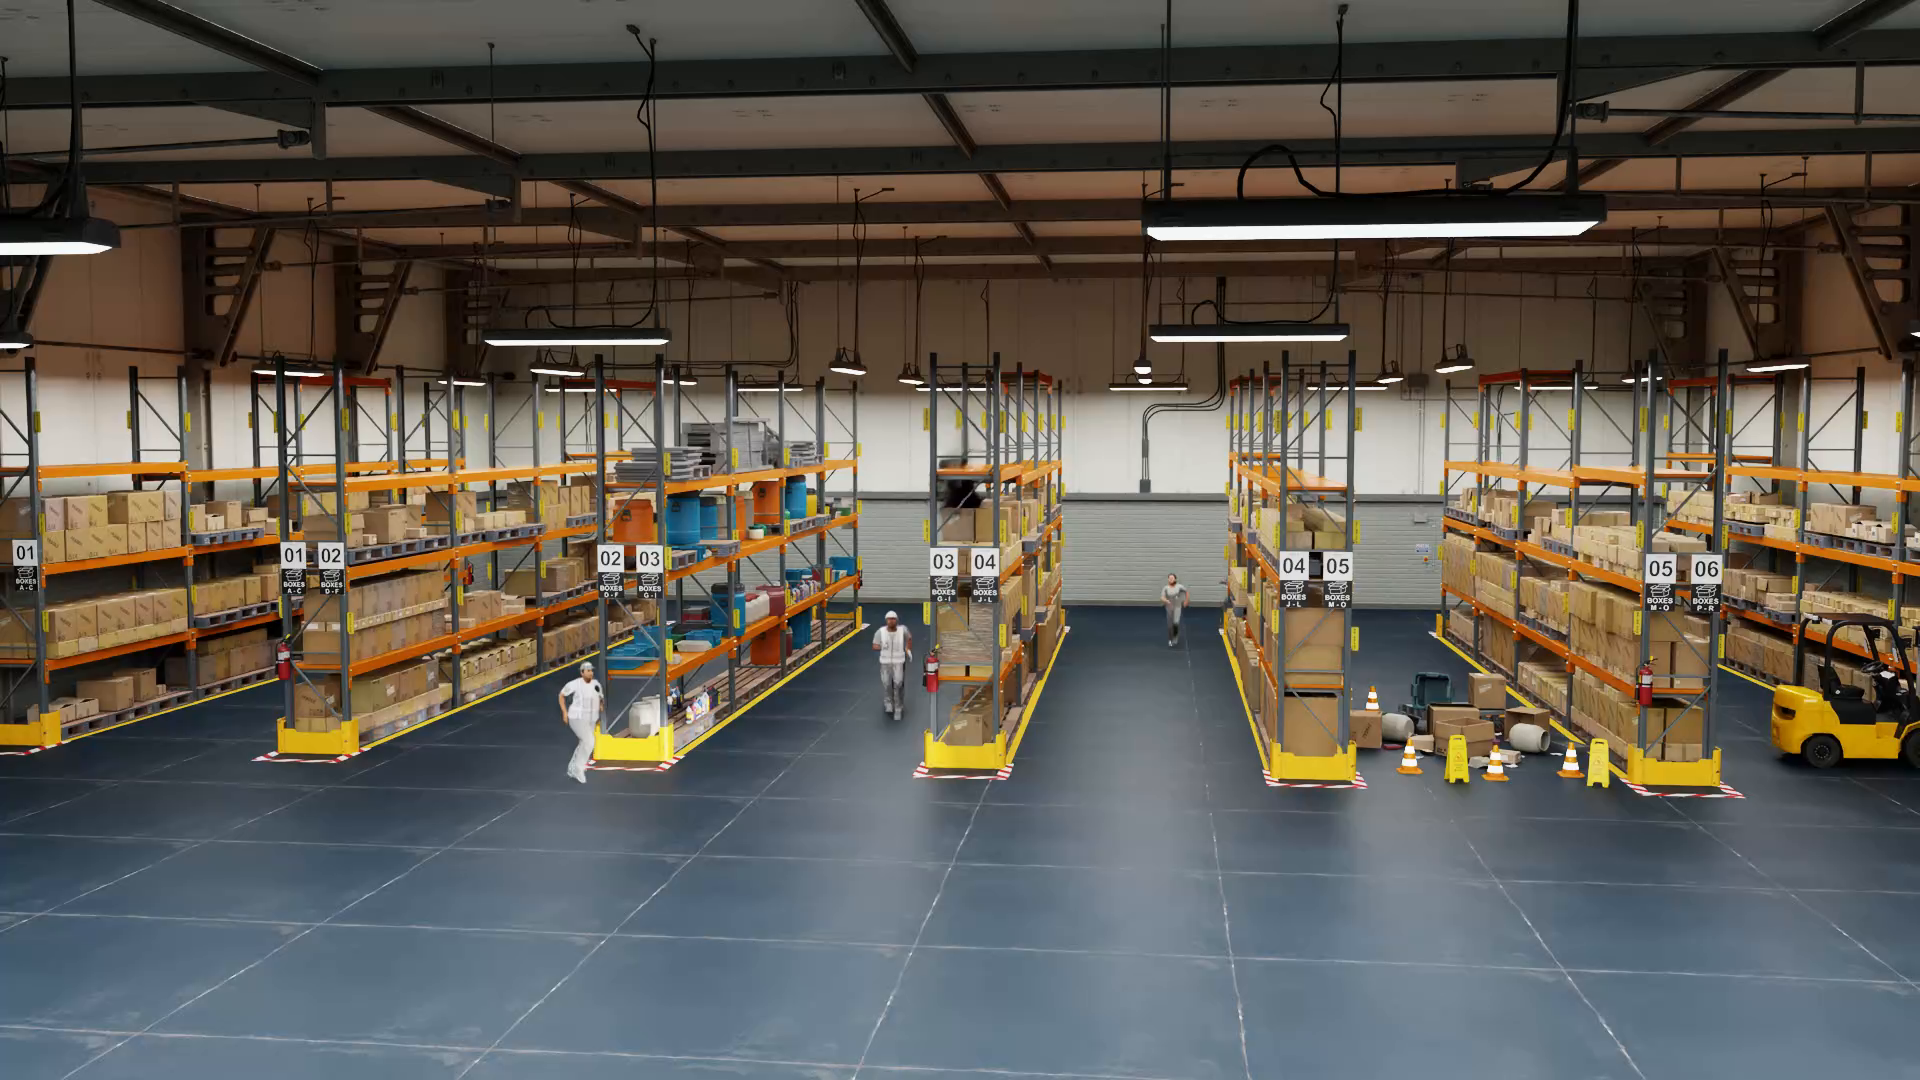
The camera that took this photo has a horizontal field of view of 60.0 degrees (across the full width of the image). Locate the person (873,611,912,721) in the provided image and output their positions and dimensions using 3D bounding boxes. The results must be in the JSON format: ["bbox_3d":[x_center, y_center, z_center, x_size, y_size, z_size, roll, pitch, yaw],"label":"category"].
[{"bbox_3d":[-1.144,2.119,28.152,0.662,1.845,0.790,0,4,2],"label":"person"}]

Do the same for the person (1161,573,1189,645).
[{"bbox_3d":[4.778,1.552,37.045,0.581,1.621,0.785,1,4,15],"label":"person"}]

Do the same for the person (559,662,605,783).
[{"bbox_3d":[-5.233,2.531,23.278,0.652,1.629,0.591,3,5,41],"label":"person"}]

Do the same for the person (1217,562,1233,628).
[{"bbox_3d":[6.647,1.337,40.473,0.718,1.689,0.657,0,4,1],"label":"person"}]

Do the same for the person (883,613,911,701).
[{"bbox_3d":[-1.174,2.111,29.309,0.597,1.705,0.782,0,4,5],"label":"person"}]
